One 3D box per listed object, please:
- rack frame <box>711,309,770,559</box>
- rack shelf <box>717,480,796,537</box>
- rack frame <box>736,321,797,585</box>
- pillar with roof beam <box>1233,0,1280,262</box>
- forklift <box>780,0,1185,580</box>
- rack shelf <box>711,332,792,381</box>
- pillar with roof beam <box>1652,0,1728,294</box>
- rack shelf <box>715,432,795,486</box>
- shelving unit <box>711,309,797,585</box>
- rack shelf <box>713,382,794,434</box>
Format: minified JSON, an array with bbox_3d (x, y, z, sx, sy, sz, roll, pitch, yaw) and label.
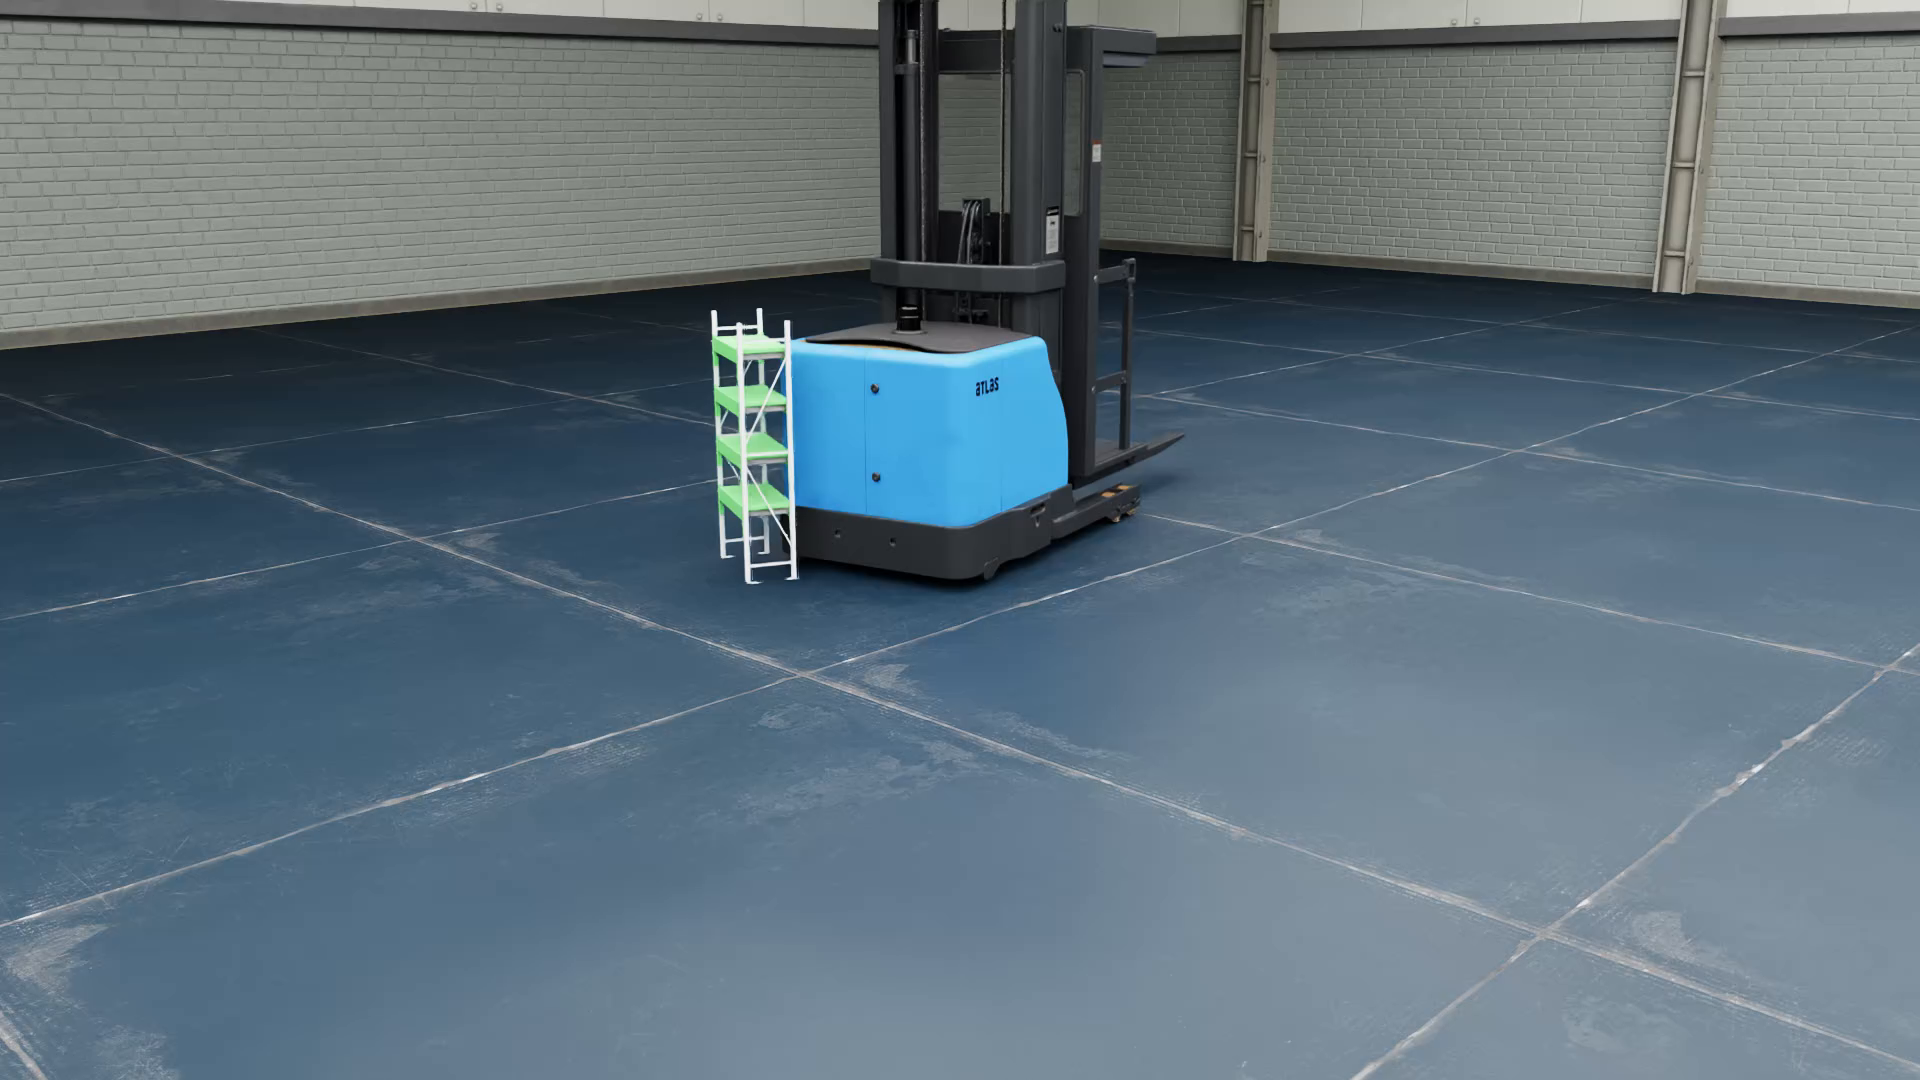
[{"bbox_3d":[-1.050,-0.503,7.982,0.240,1.200,0.015,-6,16,-20],"label":"rack frame"},{"bbox_3d":[-0.962,-0.152,7.839,0.258,0.148,0.480,-6,16,-20],"label":"rack shelf"},{"bbox_3d":[-0.874,-0.388,7.542,0.240,1.200,0.015,-6,16,-20],"label":"rack frame"},{"bbox_3d":[1.154,-7.564,19.613,0.400,9.000,9.100,14,20,42],"label":"pillar with roof beam"},{"bbox_3d":[0.316,-1.558,8.598,1.130,2.935,3.031,8,17,29],"label":"forklift"},{"bbox_3d":[-0.963,-0.848,7.657,0.258,0.148,0.480,-6,16,-20],"label":"rack shelf"},{"bbox_3d":[5.474,-6.514,15.583,0.400,9.000,9.100,14,20,42],"label":"pillar with roof beam"},{"bbox_3d":[-0.962,-0.384,7.778,0.258,0.148,0.480,-6,16,-20],"label":"rack shelf"},{"bbox_3d":[-0.962,-0.446,7.762,0.258,1.200,0.503,-6,16,-20],"label":"shelving unit"},{"bbox_3d":[-0.962,-0.616,7.718,0.258,0.148,0.480,-6,16,-20],"label":"rack shelf"}]
